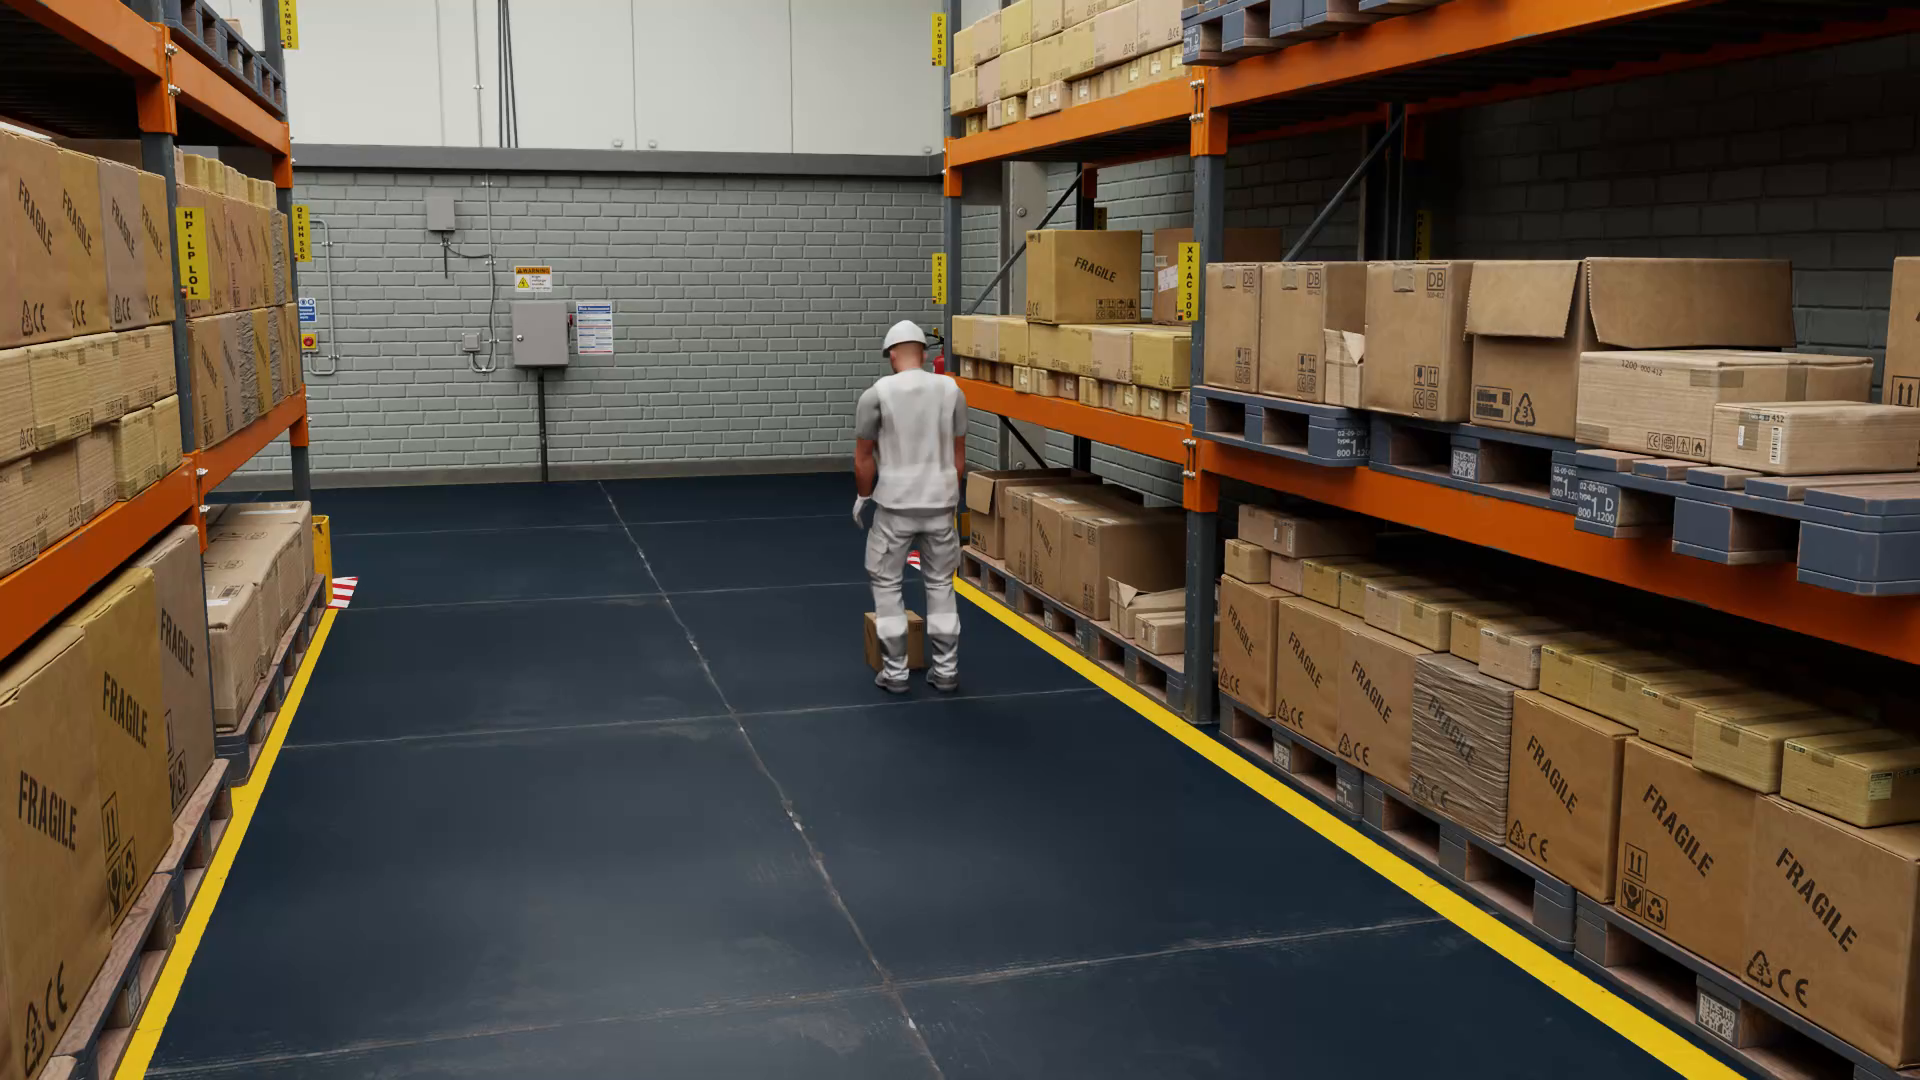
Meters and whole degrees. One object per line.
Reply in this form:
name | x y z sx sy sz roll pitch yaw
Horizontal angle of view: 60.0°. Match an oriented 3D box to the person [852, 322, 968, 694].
person | -0.241 -0.153 7.894 0.541 1.743 0.443 -2 9 -15
